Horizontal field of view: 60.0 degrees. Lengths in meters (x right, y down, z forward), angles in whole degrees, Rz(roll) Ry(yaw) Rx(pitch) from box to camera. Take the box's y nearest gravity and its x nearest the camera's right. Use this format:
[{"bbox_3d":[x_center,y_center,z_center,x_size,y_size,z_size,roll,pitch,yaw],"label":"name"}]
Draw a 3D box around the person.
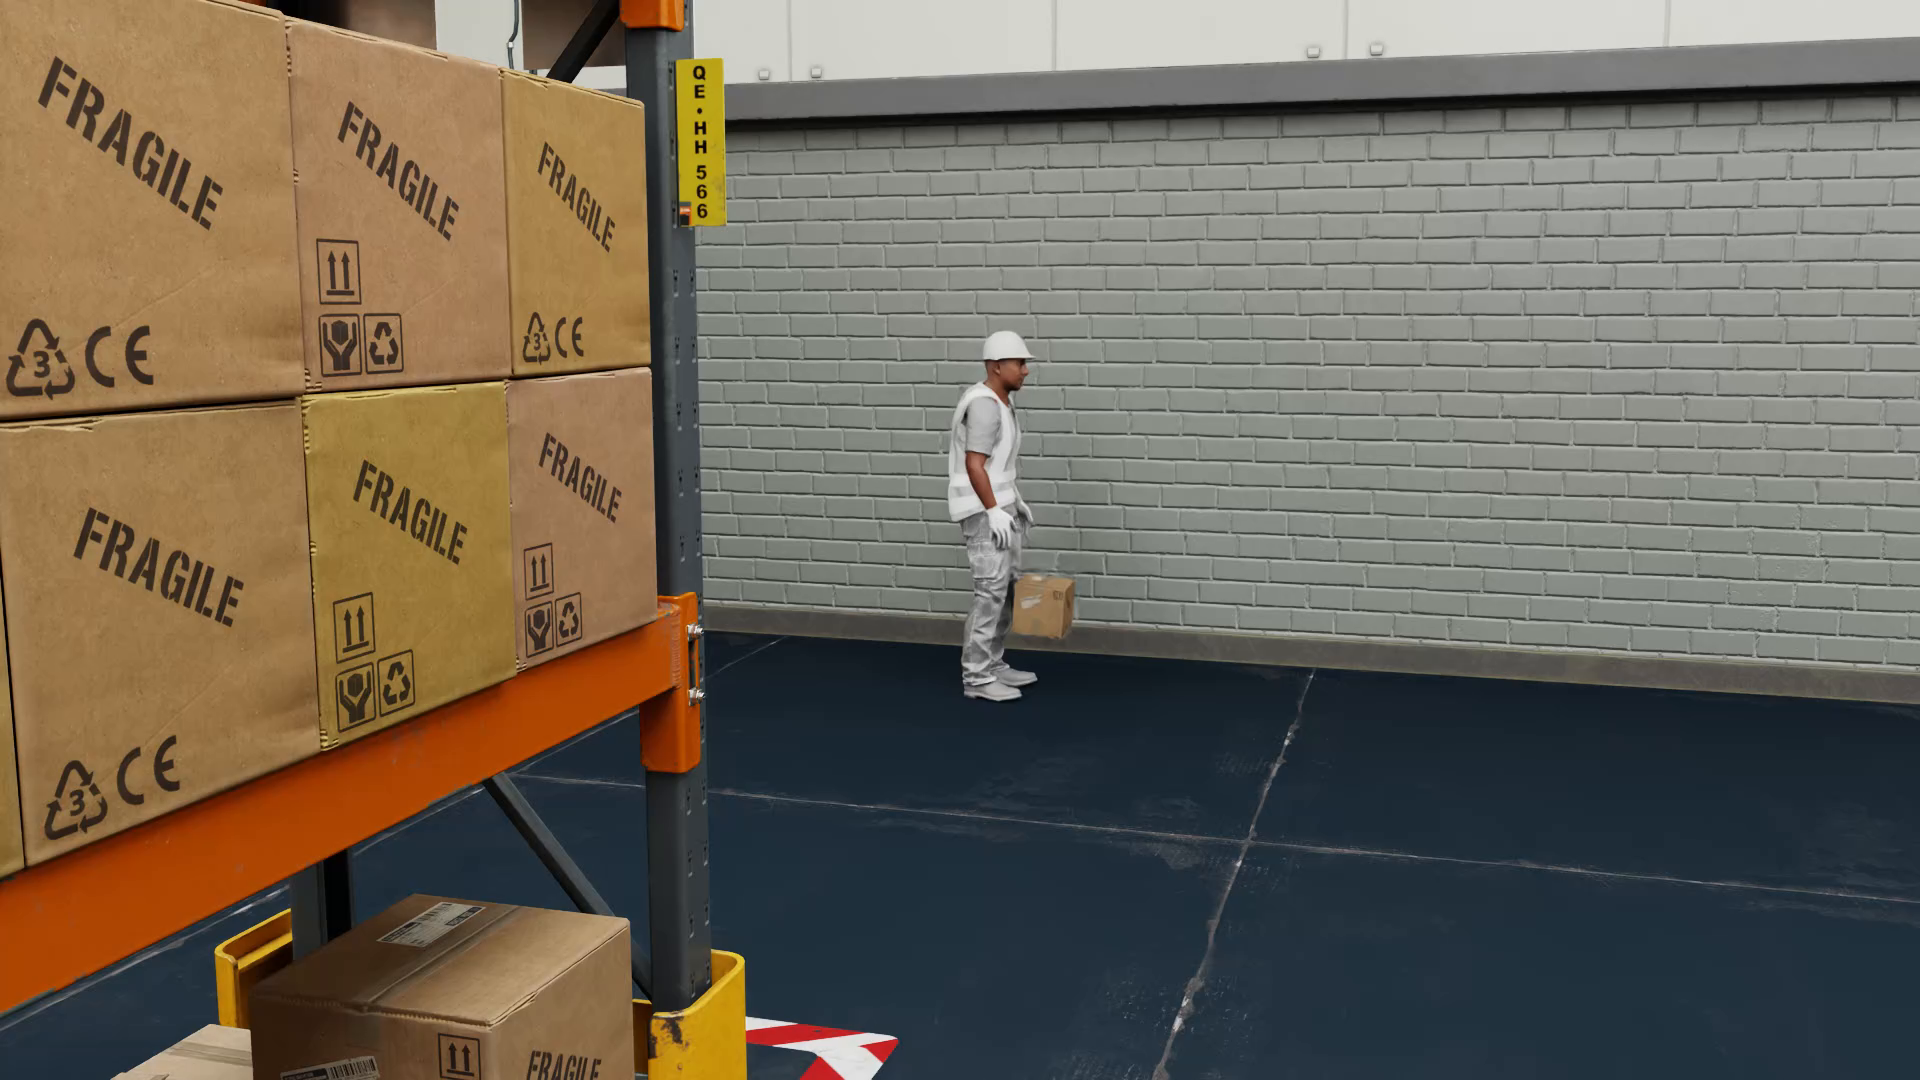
[{"bbox_3d":[0.165,-0.131,8.181,0.422,1.779,0.581,2,8,14],"label":"person"}]
